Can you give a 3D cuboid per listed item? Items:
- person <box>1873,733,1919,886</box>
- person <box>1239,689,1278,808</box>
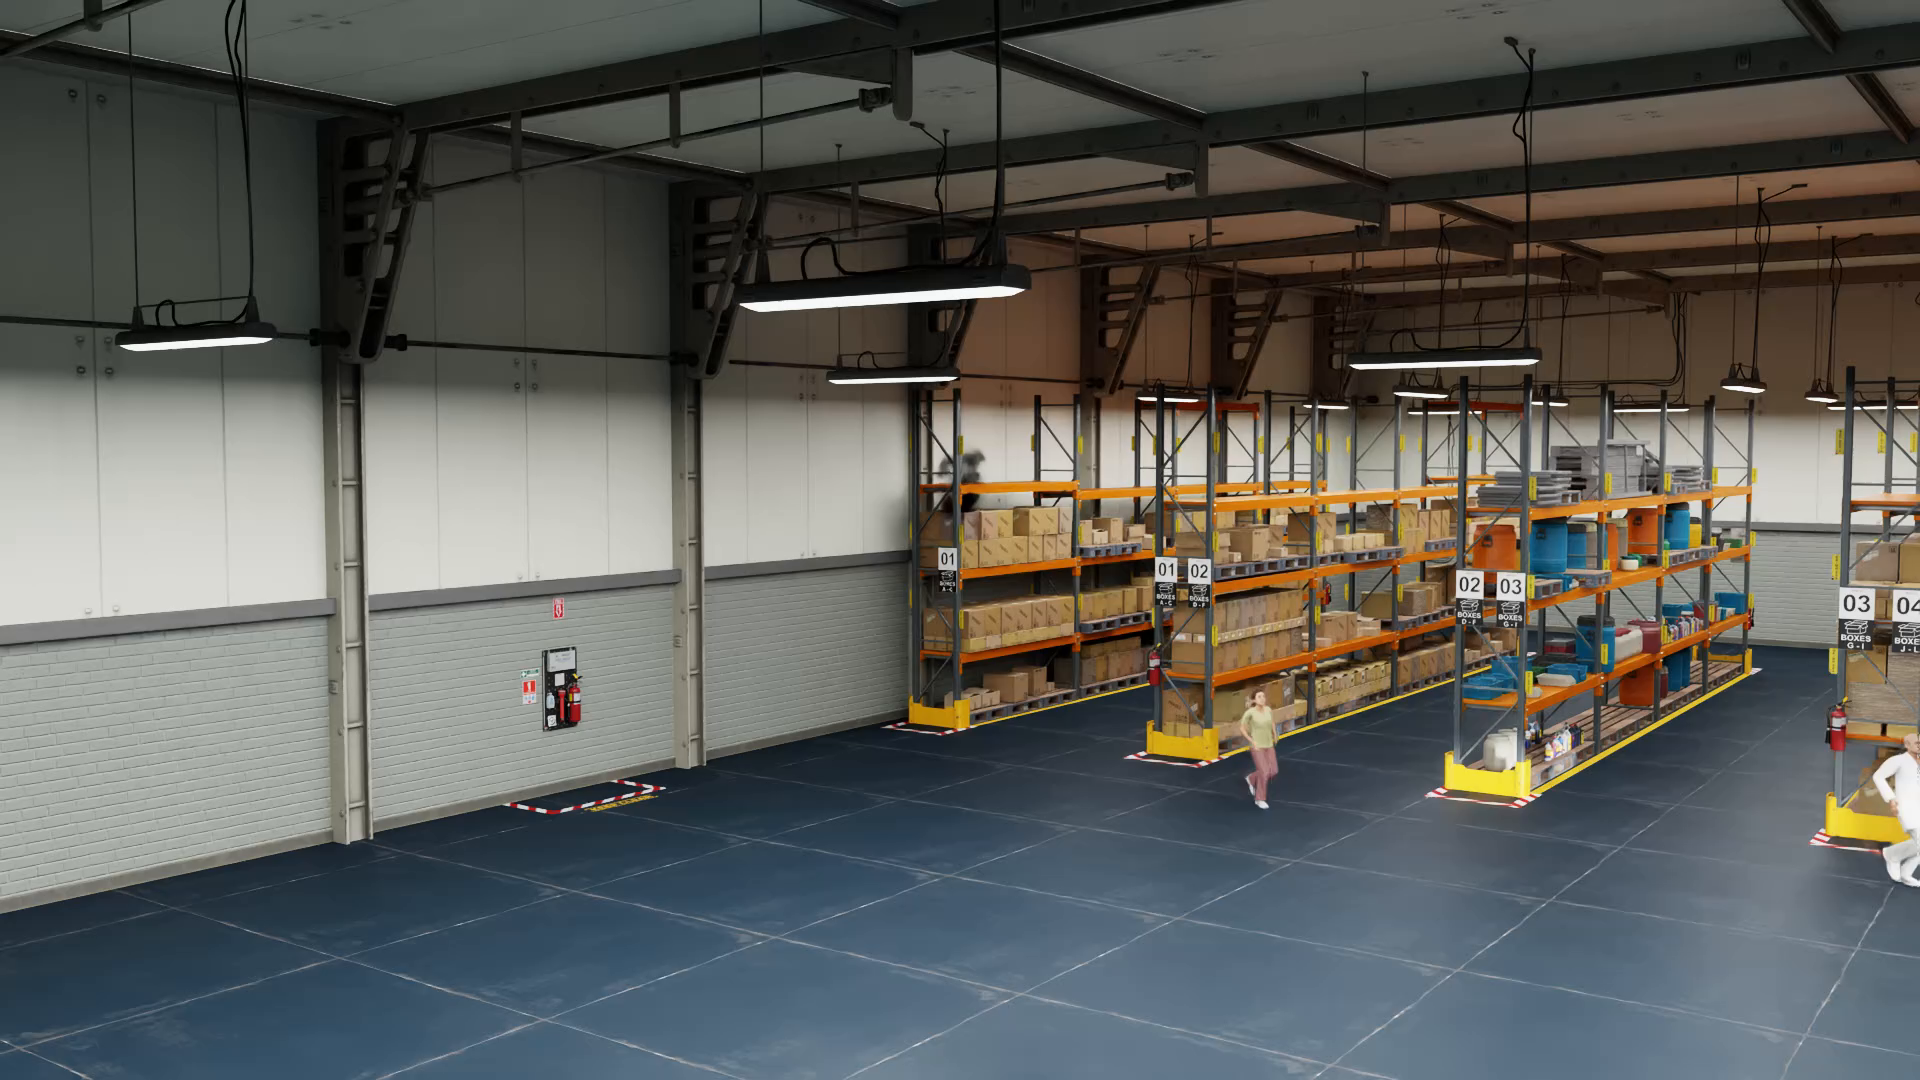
[{"bbox_3d":[10.797,3.058,18.779,0.700,1.736,0.619,-1,3,-17],"label":"person"},{"bbox_3d":[4.153,2.877,23.100,0.579,1.636,0.551,-1,4,-24],"label":"person"}]
